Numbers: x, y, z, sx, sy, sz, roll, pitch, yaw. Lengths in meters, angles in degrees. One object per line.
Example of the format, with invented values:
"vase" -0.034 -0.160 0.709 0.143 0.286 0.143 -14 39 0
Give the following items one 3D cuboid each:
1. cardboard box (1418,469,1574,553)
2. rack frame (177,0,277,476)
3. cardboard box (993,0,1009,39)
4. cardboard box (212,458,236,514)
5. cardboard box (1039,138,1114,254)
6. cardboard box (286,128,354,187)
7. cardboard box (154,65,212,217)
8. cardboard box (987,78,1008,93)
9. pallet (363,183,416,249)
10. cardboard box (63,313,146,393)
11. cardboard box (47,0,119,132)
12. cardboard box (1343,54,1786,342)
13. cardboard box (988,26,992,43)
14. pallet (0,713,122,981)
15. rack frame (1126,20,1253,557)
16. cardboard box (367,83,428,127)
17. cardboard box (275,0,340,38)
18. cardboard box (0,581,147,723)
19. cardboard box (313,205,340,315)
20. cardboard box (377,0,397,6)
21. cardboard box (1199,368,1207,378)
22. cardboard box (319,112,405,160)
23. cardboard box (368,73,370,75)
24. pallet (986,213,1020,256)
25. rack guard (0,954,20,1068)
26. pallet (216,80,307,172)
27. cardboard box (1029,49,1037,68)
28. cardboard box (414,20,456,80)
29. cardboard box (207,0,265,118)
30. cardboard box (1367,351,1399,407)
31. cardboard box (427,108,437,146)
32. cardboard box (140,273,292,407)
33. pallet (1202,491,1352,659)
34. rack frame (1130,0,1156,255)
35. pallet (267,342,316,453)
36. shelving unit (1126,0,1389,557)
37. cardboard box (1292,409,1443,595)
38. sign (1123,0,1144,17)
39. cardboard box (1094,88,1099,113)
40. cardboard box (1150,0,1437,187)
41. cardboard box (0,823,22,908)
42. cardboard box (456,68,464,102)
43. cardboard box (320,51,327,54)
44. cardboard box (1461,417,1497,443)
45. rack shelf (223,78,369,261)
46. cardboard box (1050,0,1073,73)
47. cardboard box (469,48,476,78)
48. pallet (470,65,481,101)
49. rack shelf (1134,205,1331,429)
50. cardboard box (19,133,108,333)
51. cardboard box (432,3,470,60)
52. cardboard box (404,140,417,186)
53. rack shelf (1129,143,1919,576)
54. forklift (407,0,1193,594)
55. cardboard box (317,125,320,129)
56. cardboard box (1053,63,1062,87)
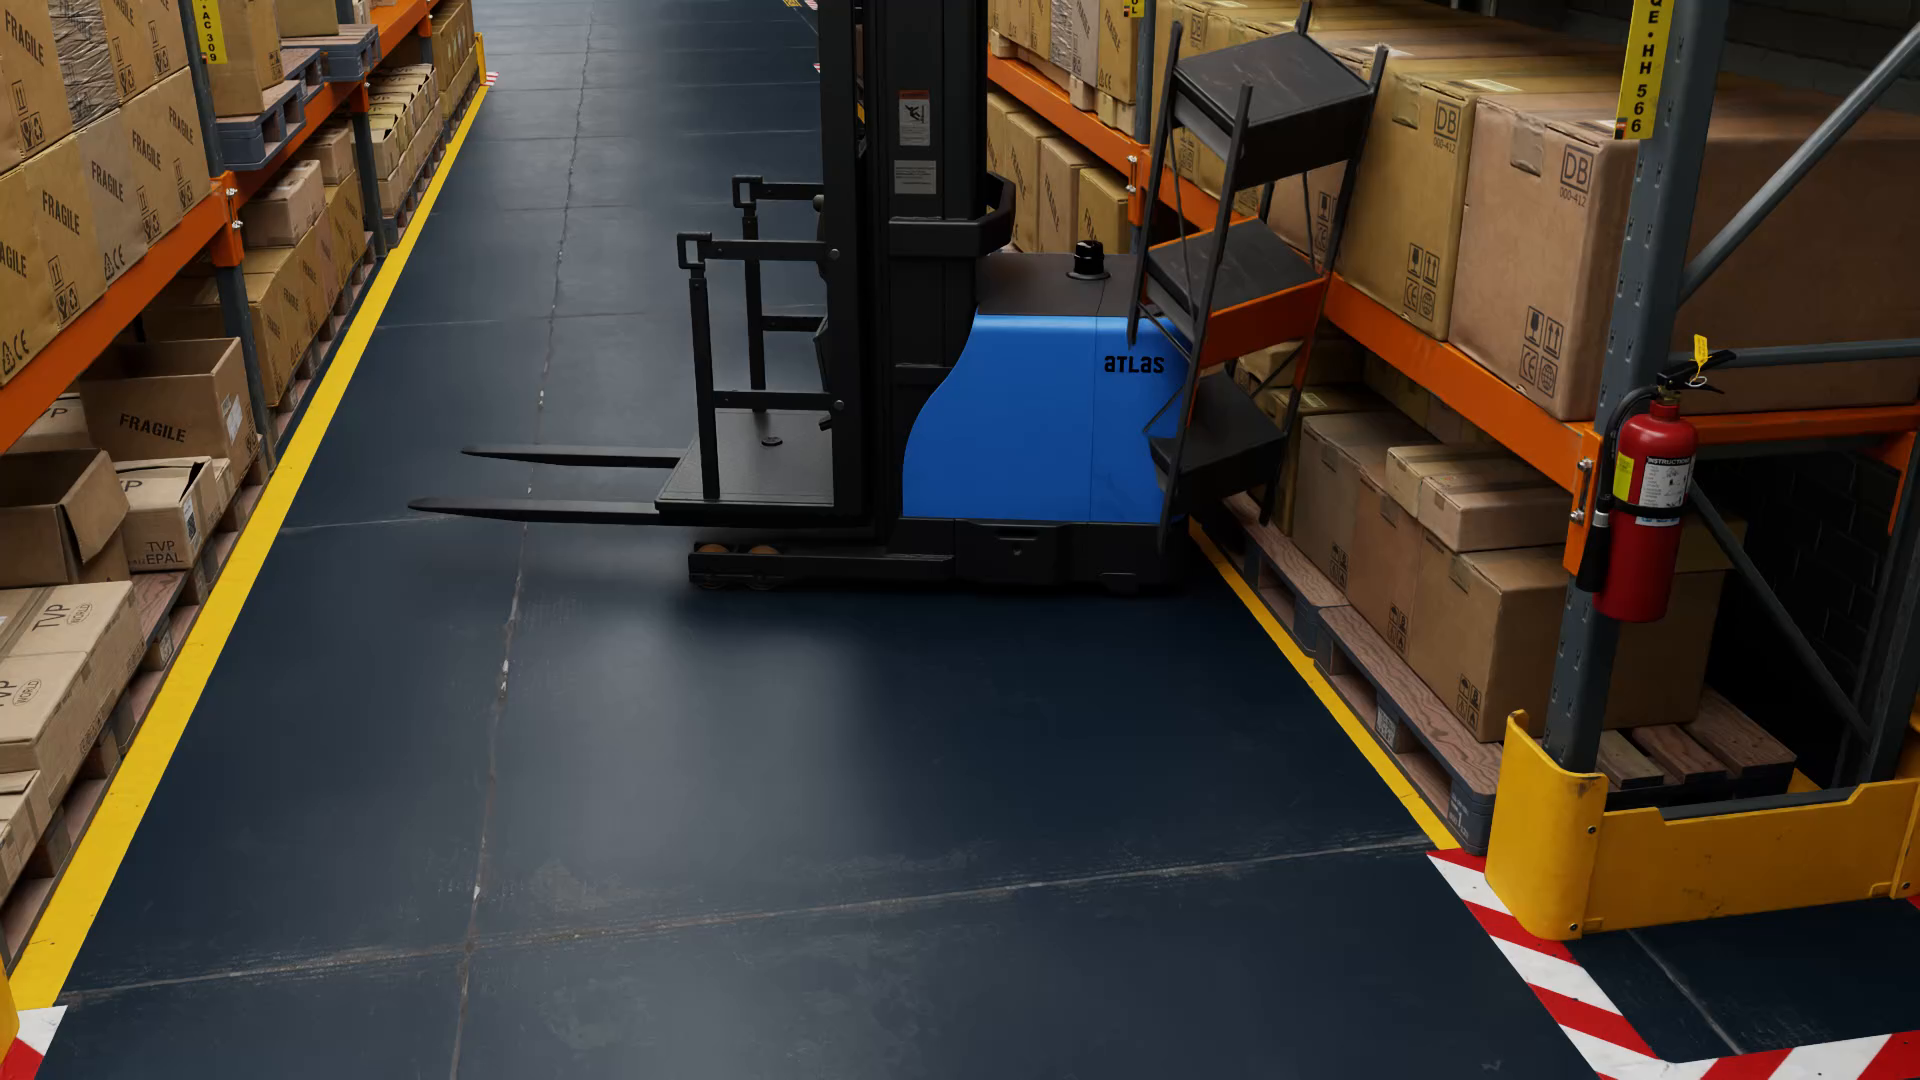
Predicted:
"cardboard box" 1.613 -0.091 4.998 0.380 0.149 0.250 -5 24 -10
"rack frame" -3.564 -1.647 6.773 1.000 3.000 0.127 -4 24 -10
"cardboard box" 0.490 -3.363 10.180 0.500 0.500 0.500 -4 24 -8
"cardboard box" -3.052 -0.196 6.463 0.380 0.149 0.250 -4 24 -10
"cardboard box" 0.888 -1.818 9.325 0.750 0.750 0.750 -4 24 -8
"cardboard box" -3.886 -2.248 9.785 0.500 0.250 0.500 -3 24 -8
"cardboard box" -3.219 -1.515 6.346 0.500 0.500 0.500 -4 24 -9
"cardboard box" 0.336 -3.496 12.644 0.500 0.250 0.500 -4 24 -9
"pallet" -4.418 -2.269 11.681 1.003 0.211 1.213 -4 24 -10
"cardboard box" -3.937 -0.876 7.581 0.500 0.500 0.500 -4 24 -10
"cardboard box" -3.026 -1.571 5.226 0.500 0.500 0.500 -4 24 -9
"cardboard box" 1.794 -1.064 5.064 0.980 0.700 0.700 -4 24 -10
"cardboard box" 0.397 -3.336 10.929 0.380 0.149 0.250 -5 24 -11
"pallet" -2.987 0.861 4.515 1.003 0.211 1.213 -4 24 -10
"rack frame" 0.689 -0.698 5.607 0.015 2.100 0.400 -19 51 -21
"cardboard box" -4.494 -3.444 13.098 0.500 0.311 0.500 -4 24 -10
"cardboard box" -4.077 -3.219 9.723 0.700 0.500 0.500 -13 27 -27
"cardboard box" -2.831 0.357 5.071 0.500 0.250 0.500 -4 24 -10
"cardboard box" -3.702 -1.516 9.047 0.500 0.500 0.500 -5 24 -12
"cardboard box" -4.700 -4.400 13.244 0.396 0.266 0.258 -5 24 -11
"cardboard box" 1.341 -0.760 7.341 0.700 0.500 0.500 -4 24 -9
"cardboard box" -4.217 -2.843 11.722 0.500 0.311 0.500 -5 24 -11
"cardboard box" -5.212 -3.802 13.917 0.500 0.311 0.500 -4 24 -10
"pallet" 0.636 -1.995 11.053 1.003 0.211 1.213 -4 24 -10
"rack guard" -2.838 1.042 3.739 1.175 0.500 0.348 -4 24 -10
"pallet" -3.605 -1.881 7.549 1.003 0.211 1.213 -4 24 -10
"cardboard box" 0.625 -2.934 10.008 0.380 0.149 0.250 -4 24 -9
"cardboard box" -4.922 -4.471 15.213 0.500 0.500 0.500 -4 24 -10
"cardboard box" -3.432 -2.088 7.133 0.700 0.500 0.500 -13 27 -27
"cardboard box" 1.753 -0.617 6.204 0.380 0.149 0.250 -5 24 -11
"cardboard box" -4.590 -3.385 13.664 0.500 0.250 0.500 -5 24 -11
"cardboard box" -3.414 -0.911 7.662 0.500 0.500 0.500 -5 24 -12
"pallet" 1.596 0.049 6.375 1.003 0.211 1.213 -4 24 -10
"rack frame" 1.303 -2.015 7.616 1.000 3.000 0.127 -4 24 -10
"pallet" -3.752 -0.686 8.057 1.003 0.211 1.213 -4 24 -10
"shelving unit" 0.904 -0.774 5.693 0.503 2.100 0.431 -19 51 -21
"cardboard box" 1.629 -0.151 5.946 0.700 0.500 0.500 -5 24 -11
"sign" 0.772 -2.465 7.299 0.100 0.325 0.005 -4 24 -10
"cardboard box" 0.889 -2.224 8.382 0.380 0.149 0.250 -4 24 -8
"cardboard box" 1.388 -1.938 7.064 0.980 0.700 0.700 -4 24 -9
"cardboard box" -2.564 0.841 4.088 0.380 0.149 0.250 -4 24 -10
"cardboard box" -5.006 -4.325 15.815 0.500 0.250 0.500 -4 24 -10
"cardboard box" -4.328 -3.326 10.728 0.500 0.311 0.500 -3 24 -6
"cardboard box" 1.895 -0.317 5.516 0.380 0.149 0.250 -4 24 -9
"rack shelf" -3.934 -2.104 8.718 1.077 0.370 4.000 -4 24 -10
"cardboard box" 0.782 -2.767 8.817 0.500 0.500 0.500 -4 24 -10
"cardboard box" -5.289 -4.914 17.165 0.500 0.250 0.500 -4 24 -10
"pallet" -5.600 -4.791 17.456 1.003 0.211 1.213 -4 24 -10
"rack shelf" 0.904 -0.765 5.703 0.480 0.518 0.431 -19 51 -21
"cardboard box" -2.929 -0.910 4.961 0.500 0.500 0.500 -4 24 -9
"cardboard box" -5.192 -5.062 16.566 0.500 0.500 0.500 -4 24 -10
"cardboard box" -4.308 -2.782 12.283 0.500 0.250 0.500 -5 24 -11
"rack shelf" 1.673 -0.898 5.958 1.077 0.370 4.000 -4 24 -10
"forklift" -0.628 -1.361 6.204 3.031 2.935 1.130 2 24 4
"cardboard box" -4.745 -2.801 11.626 0.500 0.311 0.500 -5 24 -11
"cardboard box" 0.733 -2.629 9.311 0.380 0.149 0.250 -4 24 -8
